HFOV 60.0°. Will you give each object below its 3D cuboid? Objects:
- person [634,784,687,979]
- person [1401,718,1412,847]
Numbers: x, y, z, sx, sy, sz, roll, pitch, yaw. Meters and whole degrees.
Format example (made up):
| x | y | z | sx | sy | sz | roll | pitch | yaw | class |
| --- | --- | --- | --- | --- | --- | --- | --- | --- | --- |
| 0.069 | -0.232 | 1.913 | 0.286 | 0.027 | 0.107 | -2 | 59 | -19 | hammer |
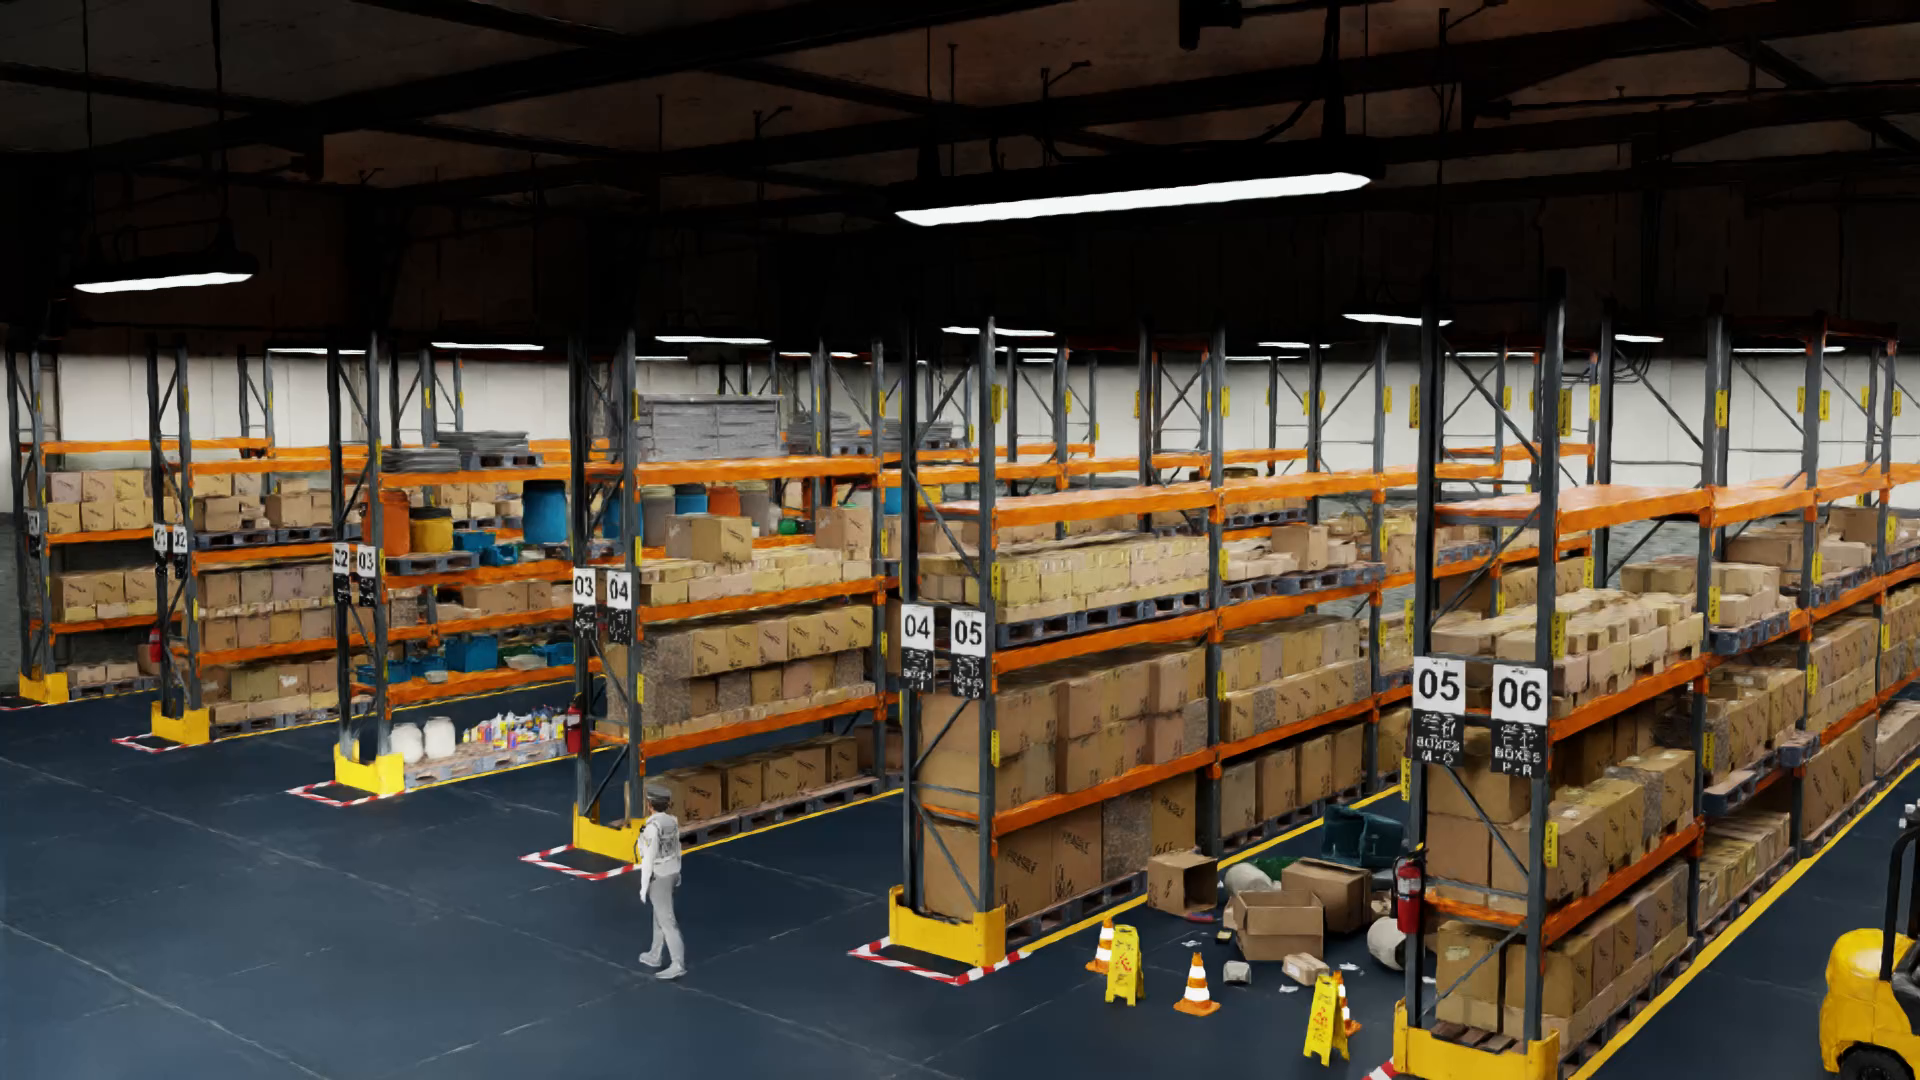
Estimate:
| x | y | z | sx | sy | sz | roll | pitch | yaw | class |
| --- | --- | --- | --- | --- | --- | --- | --- | --- | --- |
| -2.670 | 3.010 | 14.778 | 0.602 | 1.651 | 0.588 | 2 | 5 | 16 | person |
| 5.244 | 2.571 | 18.824 | 0.630 | 1.782 | 0.551 | -2 | 6 | -21 | person |
